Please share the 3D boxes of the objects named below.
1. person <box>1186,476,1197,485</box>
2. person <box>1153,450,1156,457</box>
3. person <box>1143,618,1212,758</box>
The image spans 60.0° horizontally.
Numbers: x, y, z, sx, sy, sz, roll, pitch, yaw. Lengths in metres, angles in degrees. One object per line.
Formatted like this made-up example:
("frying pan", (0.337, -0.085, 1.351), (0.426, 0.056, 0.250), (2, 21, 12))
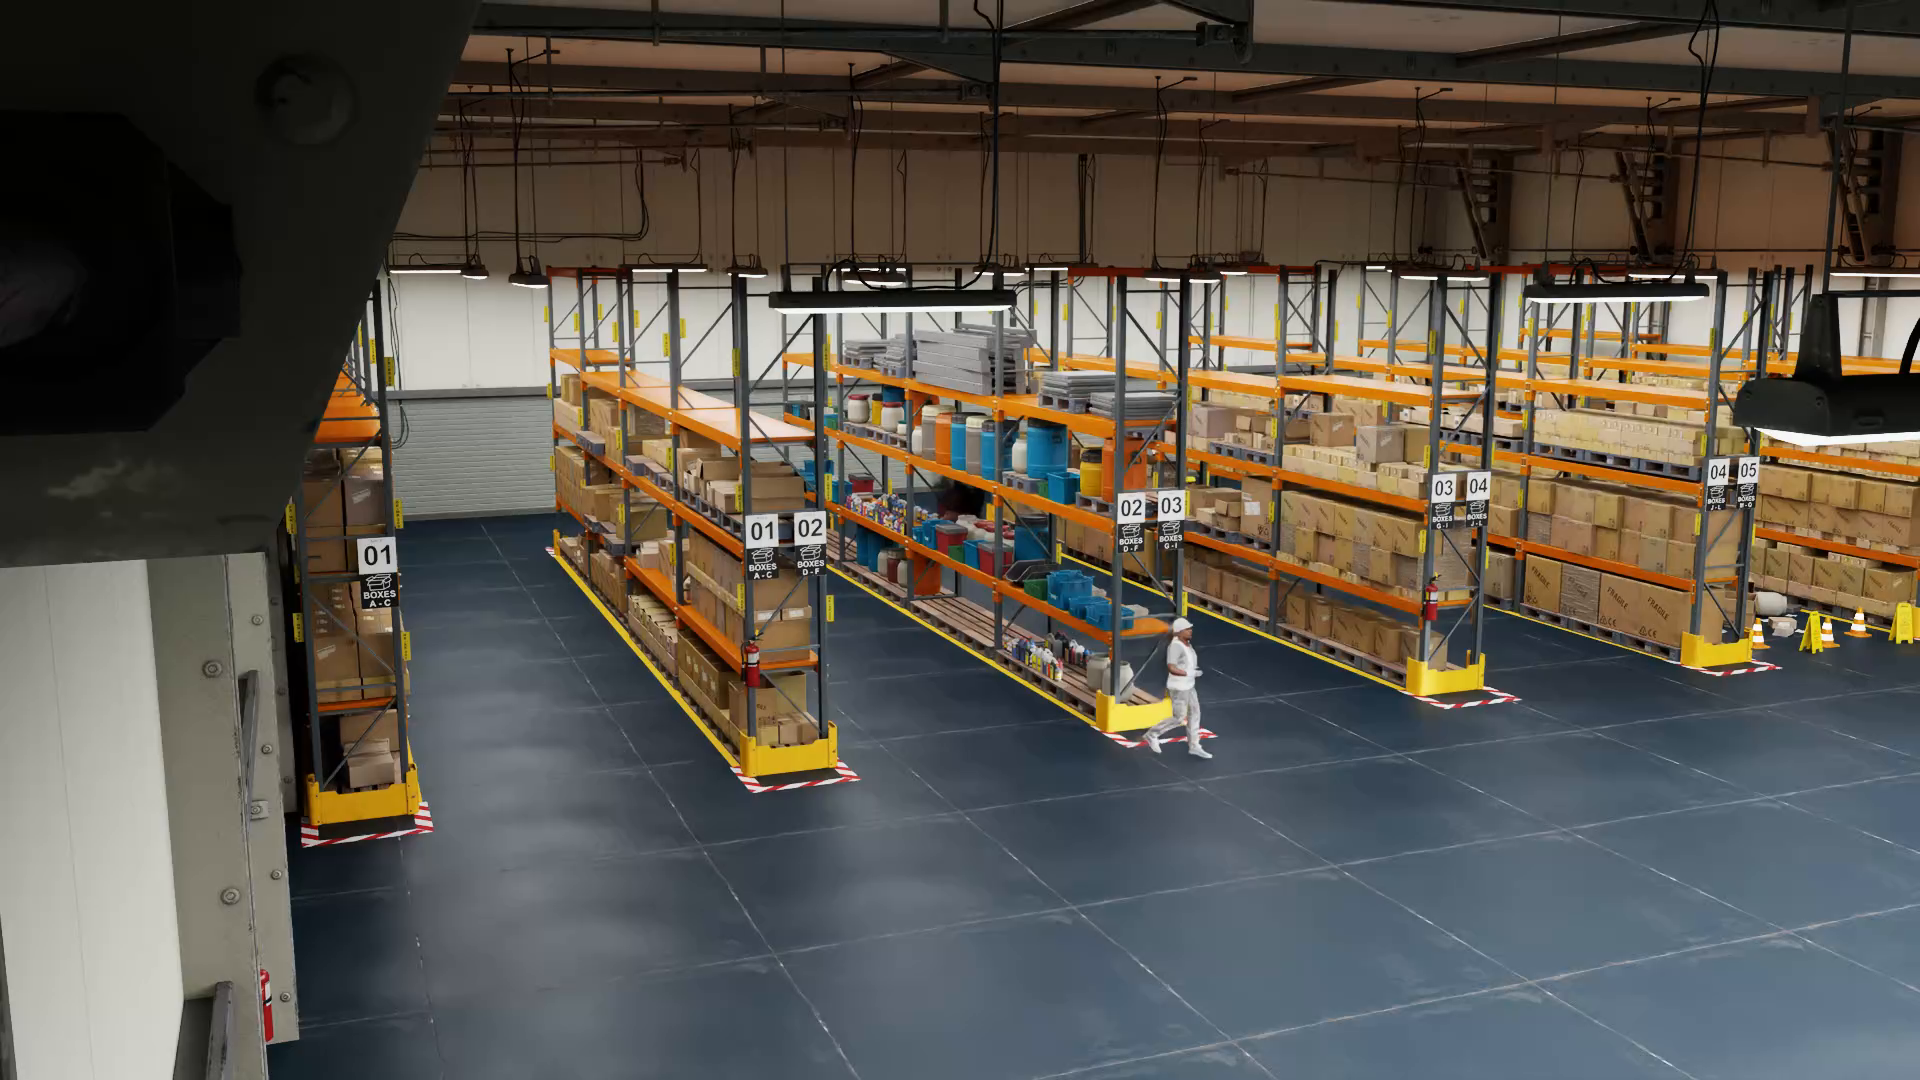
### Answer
("person", (4.777, -0.464, 34.324), (0.702, 1.716, 0.573), (-3, 10, -18))
("person", (4.579, -1.245, 38.732), (0.698, 1.789, 0.665), (-2, 10, -11))
("person", (2.741, 1.857, 20.840), (0.873, 1.800, 0.705), (3, 10, 15))
